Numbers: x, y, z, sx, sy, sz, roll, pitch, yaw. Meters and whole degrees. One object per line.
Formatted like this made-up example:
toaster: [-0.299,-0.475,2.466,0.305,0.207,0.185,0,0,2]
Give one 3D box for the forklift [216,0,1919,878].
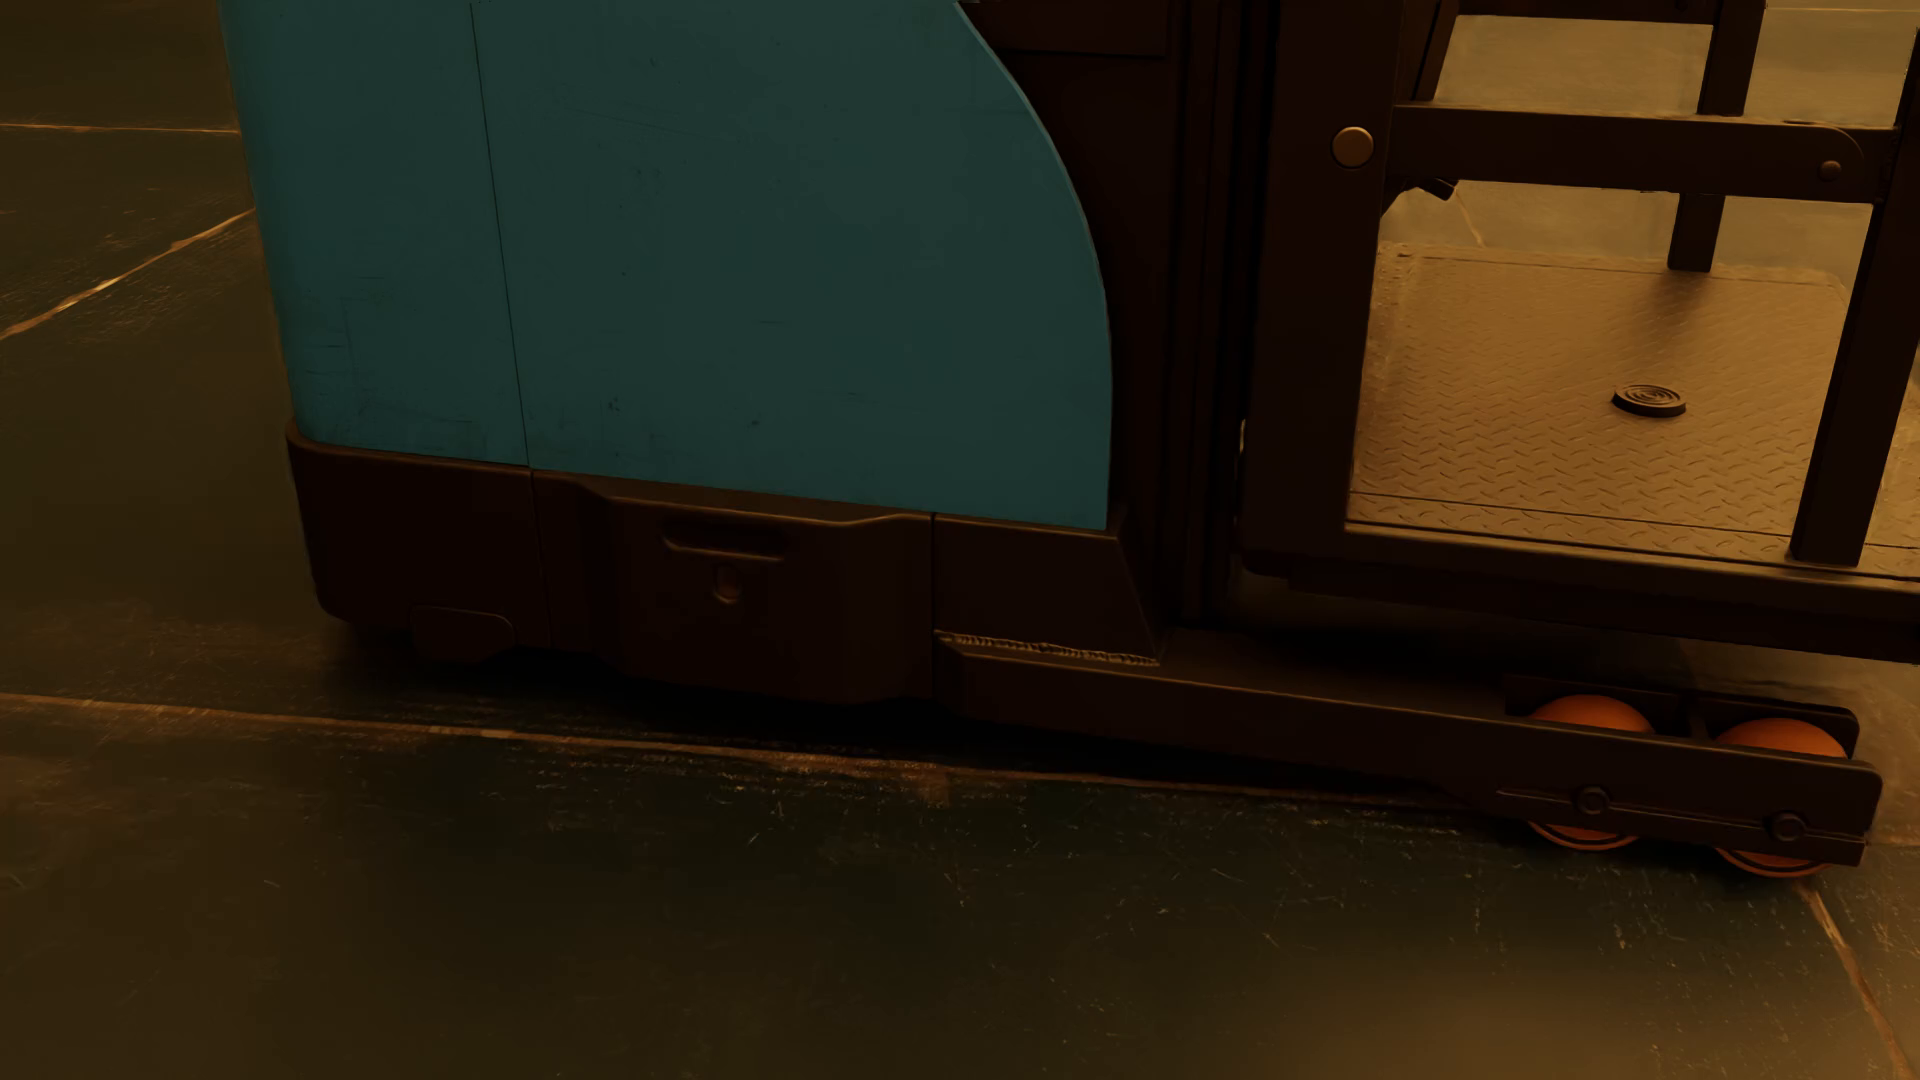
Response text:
forklift: [0.724,-1.214,1.650,3.031,2.935,1.130,6,27,13]
